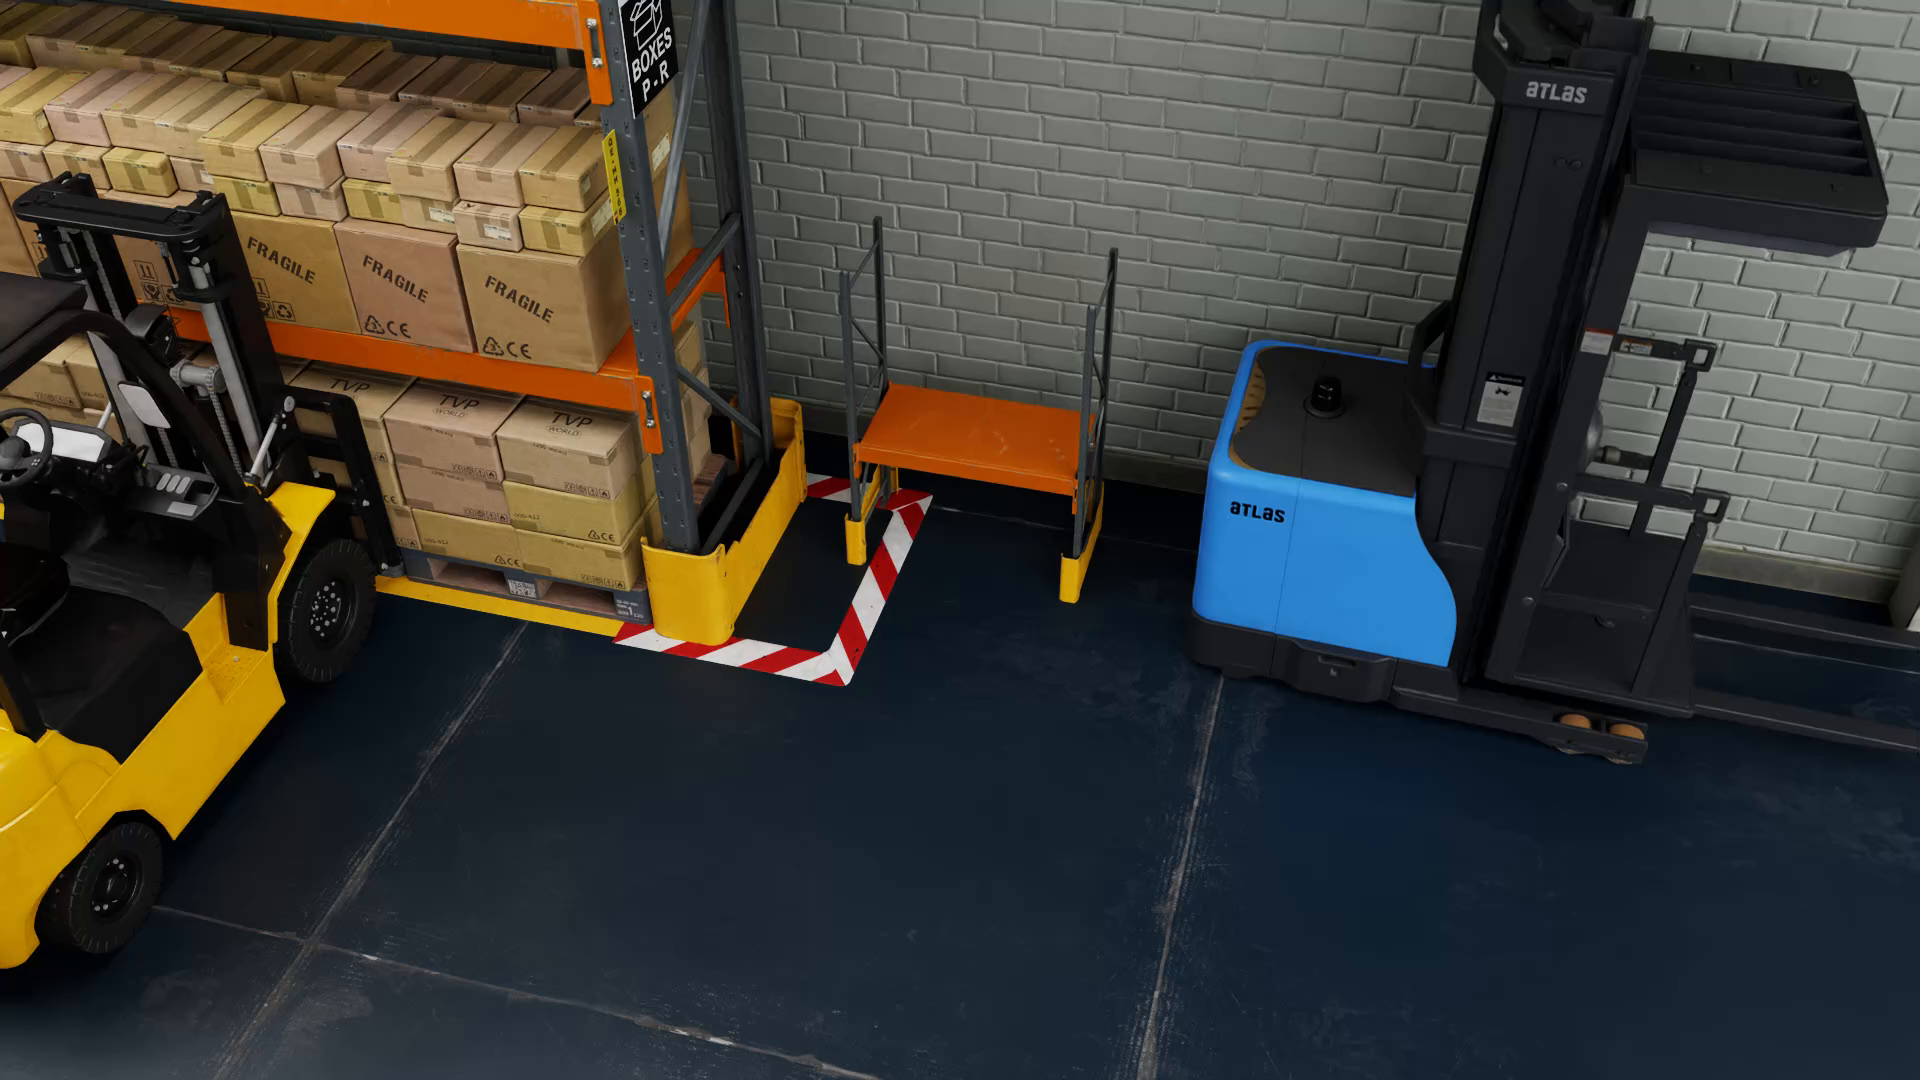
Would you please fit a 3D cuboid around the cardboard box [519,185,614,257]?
[{"bbox_3d":[-1.468,-1.246,6.319,0.250,0.149,0.380,10,41,12],"label":"cardboard box"}]

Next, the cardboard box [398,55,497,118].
[{"bbox_3d":[-2.068,-1.815,6.765,0.250,0.149,0.380,10,41,12],"label":"cardboard box"}]

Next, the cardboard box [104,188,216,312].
[{"bbox_3d":[-3.086,-1.287,6.872,0.500,0.500,0.500,10,41,12],"label":"cardboard box"}]

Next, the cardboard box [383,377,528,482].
[{"bbox_3d":[-2.081,-0.531,7.083,0.500,0.250,0.500,10,41,12],"label":"cardboard box"}]

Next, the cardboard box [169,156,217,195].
[{"bbox_3d":[-2.931,-1.542,6.671,0.250,0.149,0.380,10,41,11],"label":"cardboard box"}]

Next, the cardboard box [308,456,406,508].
[{"bbox_3d":[-2.597,-0.425,7.346,0.500,0.250,0.500,9,41,10],"label":"cardboard box"}]

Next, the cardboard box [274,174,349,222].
[{"bbox_3d":[-2.464,-1.415,6.520,0.250,0.149,0.380,9,41,10],"label":"cardboard box"}]

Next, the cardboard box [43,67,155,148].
[{"bbox_3d":[-3.428,-1.739,6.675,0.250,0.149,0.380,10,41,11],"label":"cardboard box"}]

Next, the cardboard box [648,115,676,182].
[{"bbox_3d":[-1.321,-1.580,6.717,0.250,0.149,0.380,9,41,10],"label":"cardboard box"}]

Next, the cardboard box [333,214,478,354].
[{"bbox_3d":[-2.102,-1.125,6.679,0.500,0.500,0.500,11,41,13],"label":"cardboard box"}]

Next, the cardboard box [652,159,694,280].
[{"bbox_3d":[-1.467,-1.369,6.970,0.500,0.500,0.500,11,41,13],"label":"cardboard box"}]

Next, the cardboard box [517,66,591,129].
[{"bbox_3d":[-1.570,-1.748,6.686,0.250,0.149,0.380,11,41,13],"label":"cardboard box"}]

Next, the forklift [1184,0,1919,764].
[{"bbox_3d":[2.531,-0.605,6.191,3.031,2.935,1.130,11,41,13],"label":"forklift"}]

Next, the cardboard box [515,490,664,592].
[{"bbox_3d":[-1.596,-0.066,7.307,0.500,0.250,0.500,10,41,12],"label":"cardboard box"}]

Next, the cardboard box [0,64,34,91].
[{"bbox_3d":[-3.946,-1.773,6.716,0.250,0.149,0.380,11,41,12],"label":"cardboard box"}]

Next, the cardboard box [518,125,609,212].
[{"bbox_3d":[-1.461,-1.405,6.277,0.250,0.149,0.380,10,41,12],"label":"cardboard box"}]

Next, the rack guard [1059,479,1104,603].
[{"bbox_3d":[0.555,0.000,7.556,0.087,0.250,0.587,10,41,11],"label":"rack guard"}]

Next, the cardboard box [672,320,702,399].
[{"bbox_3d":[-1.476,-0.764,7.361,0.500,0.250,0.500,9,41,11],"label":"cardboard box"}]

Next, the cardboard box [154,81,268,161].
[{"bbox_3d":[-2.944,-1.656,6.577,0.250,0.149,0.380,10,41,12],"label":"cardboard box"}]

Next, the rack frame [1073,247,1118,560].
[{"bbox_3d":[0.574,-0.476,7.150,0.032,1.500,0.500,10,41,11],"label":"rack frame"}]

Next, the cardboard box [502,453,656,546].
[{"bbox_3d":[-1.611,-0.262,7.152,0.500,0.250,0.500,9,41,11],"label":"cardboard box"}]

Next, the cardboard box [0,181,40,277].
[{"bbox_3d":[-4.056,-1.467,7.086,0.500,0.500,0.500,10,41,12],"label":"cardboard box"}]

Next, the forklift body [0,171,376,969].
[{"bbox_3d":[-3.364,0.067,5.997,1.214,2.155,2.313,10,41,11],"label":"forklift body"}]

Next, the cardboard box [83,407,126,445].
[{"bbox_3d":[-3.567,-0.595,7.549,0.500,0.250,0.500,9,41,11],"label":"cardboard box"}]

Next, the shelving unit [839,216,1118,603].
[{"bbox_3d":[0.074,-0.562,7.253,1.083,1.500,0.587,10,41,11],"label":"shelving unit"}]

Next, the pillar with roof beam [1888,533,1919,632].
[{"bbox_3d":[3.183,-0.377,1.202,0.400,9.000,9.100,10,41,11],"label":"pillar with roof beam"}]

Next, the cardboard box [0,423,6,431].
[{"bbox_3d":[-4.537,-0.768,7.755,0.500,0.250,0.500,10,41,11],"label":"cardboard box"}]

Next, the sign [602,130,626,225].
[{"bbox_3d":[-1.214,-1.275,5.851,0.005,0.325,0.100,10,41,11],"label":"sign"}]

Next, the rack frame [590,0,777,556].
[{"bbox_3d":[-1.060,-1.076,6.699,0.127,3.000,1.000,10,41,11],"label":"rack frame"}]

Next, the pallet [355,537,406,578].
[{"bbox_3d":[-2.985,-0.313,7.959,1.213,0.211,1.003,10,41,11],"label":"pallet"}]

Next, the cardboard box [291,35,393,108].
[{"bbox_3d":[-2.557,-1.948,6.924,0.250,0.149,0.380,9,41,10],"label":"cardboard box"}]

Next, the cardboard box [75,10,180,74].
[{"bbox_3d":[-3.544,-2.115,7.122,0.250,0.149,0.380,9,41,11],"label":"cardboard box"}]

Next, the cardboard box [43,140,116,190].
[{"bbox_3d":[-3.455,-1.580,6.717,0.250,0.149,0.380,9,41,10],"label":"cardboard box"}]

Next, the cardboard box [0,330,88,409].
[{"bbox_3d":[-4.047,-0.865,7.482,0.500,0.250,0.500,10,41,11],"label":"cardboard box"}]

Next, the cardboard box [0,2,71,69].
[{"bbox_3d":[-4.047,-2.173,7.192,0.250,0.149,0.380,9,41,11],"label":"cardboard box"}]

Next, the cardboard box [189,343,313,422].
[{"bbox_3d":[-3.058,-0.697,7.282,0.500,0.250,0.500,9,41,11],"label":"cardboard box"}]

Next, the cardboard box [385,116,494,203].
[{"bbox_3d":[-1.967,-1.453,6.335,0.250,0.149,0.380,11,41,12],"label":"cardboard box"}]

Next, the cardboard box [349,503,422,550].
[{"bbox_3d":[-2.555,-0.243,7.518,0.500,0.250,0.500,10,41,12],"label":"cardboard box"}]

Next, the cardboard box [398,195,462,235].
[{"bbox_3d":[-1.957,-1.351,6.445,0.250,0.149,0.380,10,41,12],"label":"cardboard box"}]

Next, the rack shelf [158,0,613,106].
[{"bbox_3d":[-2.992,-2.282,6.361,4.000,0.370,1.077,10,41,11],"label":"rack shelf"}]

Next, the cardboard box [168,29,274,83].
[{"bbox_3d":[-3.073,-1.982,6.964,0.250,0.149,0.380,11,41,13],"label":"cardboard box"}]

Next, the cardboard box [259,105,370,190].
[{"bbox_3d":[-2.469,-1.515,6.409,0.250,0.149,0.380,11,41,13],"label":"cardboard box"}]
